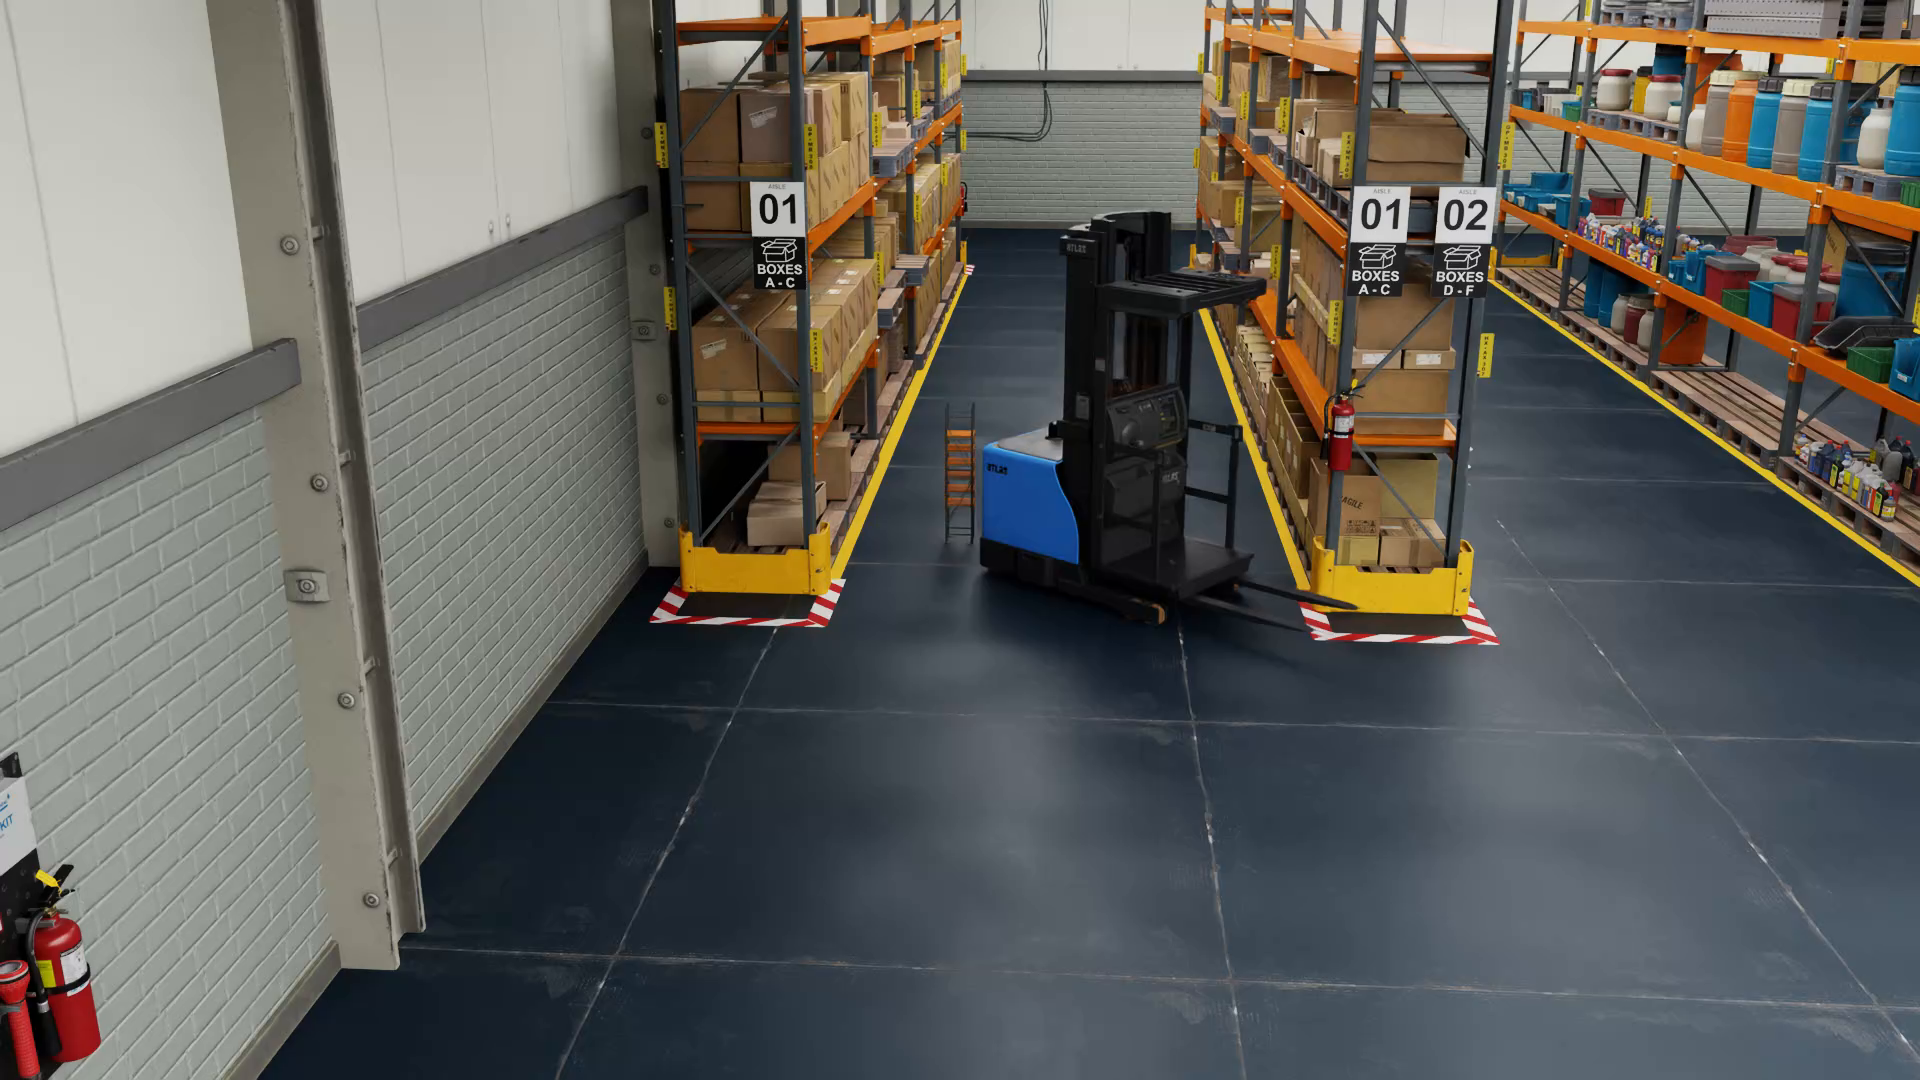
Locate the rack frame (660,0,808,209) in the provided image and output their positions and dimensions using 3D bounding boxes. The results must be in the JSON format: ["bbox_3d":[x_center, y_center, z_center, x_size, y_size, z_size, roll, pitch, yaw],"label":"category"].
[{"bbox_3d":[-1.631,-3.883,11.823,1.000,3.000,0.127,1,18,4],"label":"rack frame"}]

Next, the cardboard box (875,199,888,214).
[{"bbox_3d":[-1.053,-3.974,19.825,0.380,0.149,0.250,-1,18,-3],"label":"cardboard box"}]

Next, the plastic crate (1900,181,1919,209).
[{"bbox_3d":[8.152,-2.894,13.962,0.336,0.188,0.450,1,18,4],"label":"plastic crate"}]

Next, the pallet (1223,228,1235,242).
[{"bbox_3d":[4.018,-3.921,21.879,1.003,0.211,1.213,1,18,4],"label":"pallet"}]

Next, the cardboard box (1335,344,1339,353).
[{"bbox_3d":[3.183,-1.562,13.172,0.380,0.149,0.250,1,18,3],"label":"cardboard box"}]

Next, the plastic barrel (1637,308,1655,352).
[{"bbox_3d":[8.793,-2.643,20.993,0.421,0.512,0.421,0,18,0],"label":"plastic barrel"}]

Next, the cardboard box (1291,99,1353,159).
[{"bbox_3d":[3.297,-3.754,15.185,0.500,0.500,0.500,3,18,8],"label":"cardboard box"}]

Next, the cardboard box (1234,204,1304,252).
[{"bbox_3d":[3.816,-3.853,20.529,0.700,0.500,0.500,-5,19,-15],"label":"cardboard box"}]

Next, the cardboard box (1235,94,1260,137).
[{"bbox_3d":[3.955,-5.337,20.915,0.910,0.500,0.500,1,18,4],"label":"cardboard box"}]

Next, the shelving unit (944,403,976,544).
[{"bbox_3d":[-0.001,-0.566,14.222,0.258,1.200,0.189,1,18,4],"label":"shelving unit"}]

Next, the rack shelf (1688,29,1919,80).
[{"bbox_3d":[8.680,-4.994,17.009,1.077,0.370,4.000,1,18,4],"label":"rack shelf"}]

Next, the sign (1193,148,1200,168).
[{"bbox_3d":[3.916,-6.316,27.490,0.100,0.325,0.005,1,18,4],"label":"sign"}]

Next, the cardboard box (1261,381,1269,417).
[{"bbox_3d":[3.340,-1.457,16.893,0.500,0.311,0.500,1,18,4],"label":"cardboard box"}]

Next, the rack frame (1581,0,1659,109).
[{"bbox_3d":[9.110,-7.389,22.522,1.000,3.000,0.127,1,18,4],"label":"rack frame"}]

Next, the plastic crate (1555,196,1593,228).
[{"bbox_3d":[8.804,-4.712,23.915,0.392,0.384,0.575,1,18,4],"label":"plastic crate"}]

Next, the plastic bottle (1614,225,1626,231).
[{"bbox_3d":[8.783,-4.053,22.174,0.152,0.276,0.135,1,18,4],"label":"plastic bottle"}]

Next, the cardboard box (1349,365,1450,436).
[{"bbox_3d":[3.356,-1.115,12.849,0.700,0.500,0.500,1,18,4],"label":"cardboard box"}]

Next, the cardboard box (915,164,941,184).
[{"bbox_3d":[-0.550,-5.163,23.489,0.500,0.250,0.500,2,18,5],"label":"cardboard box"}]

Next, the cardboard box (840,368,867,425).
[{"bbox_3d":[-1.309,-1.525,17.568,0.700,0.500,0.500,2,18,6],"label":"cardboard box"}]

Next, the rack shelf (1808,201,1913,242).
[{"bbox_3d":[14.194,-4.707,25.126,1.077,0.370,4.000,1,18,4],"label":"rack shelf"}]

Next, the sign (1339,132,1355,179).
[{"bbox_3d":[2.770,-2.748,11.880,0.100,0.325,0.005,1,18,4],"label":"sign"}]

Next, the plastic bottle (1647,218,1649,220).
[{"bbox_3d":[9.433,-4.280,22.856,0.061,0.283,0.133,1,18,4],"label":"plastic bottle"}]

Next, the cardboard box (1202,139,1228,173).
[{"bbox_3d":[4.132,-6.121,26.518,0.500,0.500,0.500,1,18,4],"label":"cardboard box"}]

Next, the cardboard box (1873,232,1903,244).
[{"bbox_3d":[14.242,-4.100,24.857,0.875,0.875,0.875,1,18,4],"label":"cardboard box"}]

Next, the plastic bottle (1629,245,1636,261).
[{"bbox_3d":[8.512,-3.625,20.988,0.097,0.201,0.097,0,18,0],"label":"plastic bottle"}]

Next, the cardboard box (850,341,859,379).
[{"bbox_3d":[-1.176,-1.592,14.672,0.500,0.250,0.500,1,18,4],"label":"cardboard box"}]

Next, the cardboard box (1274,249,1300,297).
[{"bbox_3d":[3.779,-2.934,18.398,0.500,0.500,0.500,0,18,1],"label":"cardboard box"}]

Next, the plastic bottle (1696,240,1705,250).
[{"bbox_3d":[9.282,-3.624,20.852,0.061,0.283,0.133,1,18,4],"label":"plastic bottle"}]

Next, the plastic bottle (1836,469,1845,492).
[{"bbox_3d":[8.008,-0.545,15.058,0.097,0.201,0.097,0,18,0],"label":"plastic bottle"}]

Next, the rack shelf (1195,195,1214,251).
[{"bbox_3d":[4.313,-4.929,25.805,1.077,0.370,4.000,1,18,4],"label":"rack shelf"}]

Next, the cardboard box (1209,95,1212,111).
[{"bbox_3d":[4.054,-6.627,25.253,0.500,0.250,0.500,1,18,4],"label":"cardboard box"}]

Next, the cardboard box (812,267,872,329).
[{"bbox_3d":[-1.100,-2.260,15.509,0.500,0.500,0.500,1,18,4],"label":"cardboard box"}]

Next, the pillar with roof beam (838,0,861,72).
[{"bbox_3d":[2.710,-7.751,23.626,9.100,9.000,0.400,1,18,4],"label":"pillar with roof beam"}]

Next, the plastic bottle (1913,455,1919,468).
[{"bbox_3d":[8.741,-0.638,15.099,0.144,0.351,0.185,1,18,4],"label":"plastic bottle"}]

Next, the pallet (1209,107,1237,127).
[{"bbox_3d":[4.053,-5.785,22.746,1.213,0.211,1.003,1,18,4],"label":"pallet"}]

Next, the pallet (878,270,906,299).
[{"bbox_3d":[-1.159,-2.810,18.490,1.003,0.211,1.213,1,18,4],"label":"pallet"}]

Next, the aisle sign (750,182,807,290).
[{"bbox_3d":[-1.337,-2.239,12.263,0.394,0.787,0.004,1,18,4],"label":"aisle sign"}]

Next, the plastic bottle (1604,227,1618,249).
[{"bbox_3d":[8.614,-3.984,21.965,0.152,0.276,0.135,1,18,4],"label":"plastic bottle"}]

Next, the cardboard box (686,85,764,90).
[{"bbox_3d":[-1.833,-3.299,13.059,0.500,0.500,0.500,2,18,7],"label":"cardboard box"}]

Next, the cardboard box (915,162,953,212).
[{"bbox_3d":[-0.616,-5.523,25.979,0.980,0.700,0.700,0,18,1],"label":"cardboard box"}]

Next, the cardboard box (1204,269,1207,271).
[{"bbox_3d":[3.982,-3.998,25.417,0.500,0.311,0.500,1,18,4],"label":"cardboard box"}]

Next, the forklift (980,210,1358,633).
[{"bbox_3d":[1.587,-0.929,12.552,3.031,2.935,1.130,16,24,40],"label":"forklift"}]

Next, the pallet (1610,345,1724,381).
[{"bbox_3d":[8.839,-2.217,20.849,1.003,0.211,1.213,1,18,4],"label":"pallet"}]

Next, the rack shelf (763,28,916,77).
[{"bbox_3d":[-1.201,-5.215,17.684,1.077,0.370,4.000,1,18,4],"label":"rack shelf"}]

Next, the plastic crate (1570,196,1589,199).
[{"bbox_3d":[9.404,-4.981,24.900,0.437,0.282,0.530,1,18,4],"label":"plastic crate"}]

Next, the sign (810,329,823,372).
[{"bbox_3d":[-1.090,-1.432,12.585,0.100,0.325,0.005,1,18,4],"label":"sign"}]

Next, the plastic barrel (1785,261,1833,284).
[{"bbox_3d":[8.877,-2.638,17.439,0.433,0.535,0.433,0,18,0],"label":"plastic barrel"}]

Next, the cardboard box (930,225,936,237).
[{"bbox_3d":[-0.531,-4.296,23.089,0.380,0.149,0.250,1,18,4],"label":"cardboard box"}]

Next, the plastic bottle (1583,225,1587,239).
[{"bbox_3d":[8.659,-4.262,22.931,0.097,0.201,0.097,0,18,0],"label":"plastic bottle"}]

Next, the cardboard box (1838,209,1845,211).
[{"bbox_3d":[13.930,-5.207,25.902,0.380,0.149,0.250,1,18,3],"label":"cardboard box"}]

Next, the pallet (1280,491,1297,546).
[{"bbox_3d":[3.413,-0.214,14.738,1.003,0.211,1.213,1,18,4],"label":"pallet"}]

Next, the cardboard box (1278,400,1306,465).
[{"bbox_3d":[3.179,-0.967,15.094,0.500,0.500,0.500,1,18,4],"label":"cardboard box"}]

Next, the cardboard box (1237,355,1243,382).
[{"bbox_3d":[3.518,-1.988,19.415,0.500,0.250,0.500,1,18,2],"label":"cardboard box"}]
